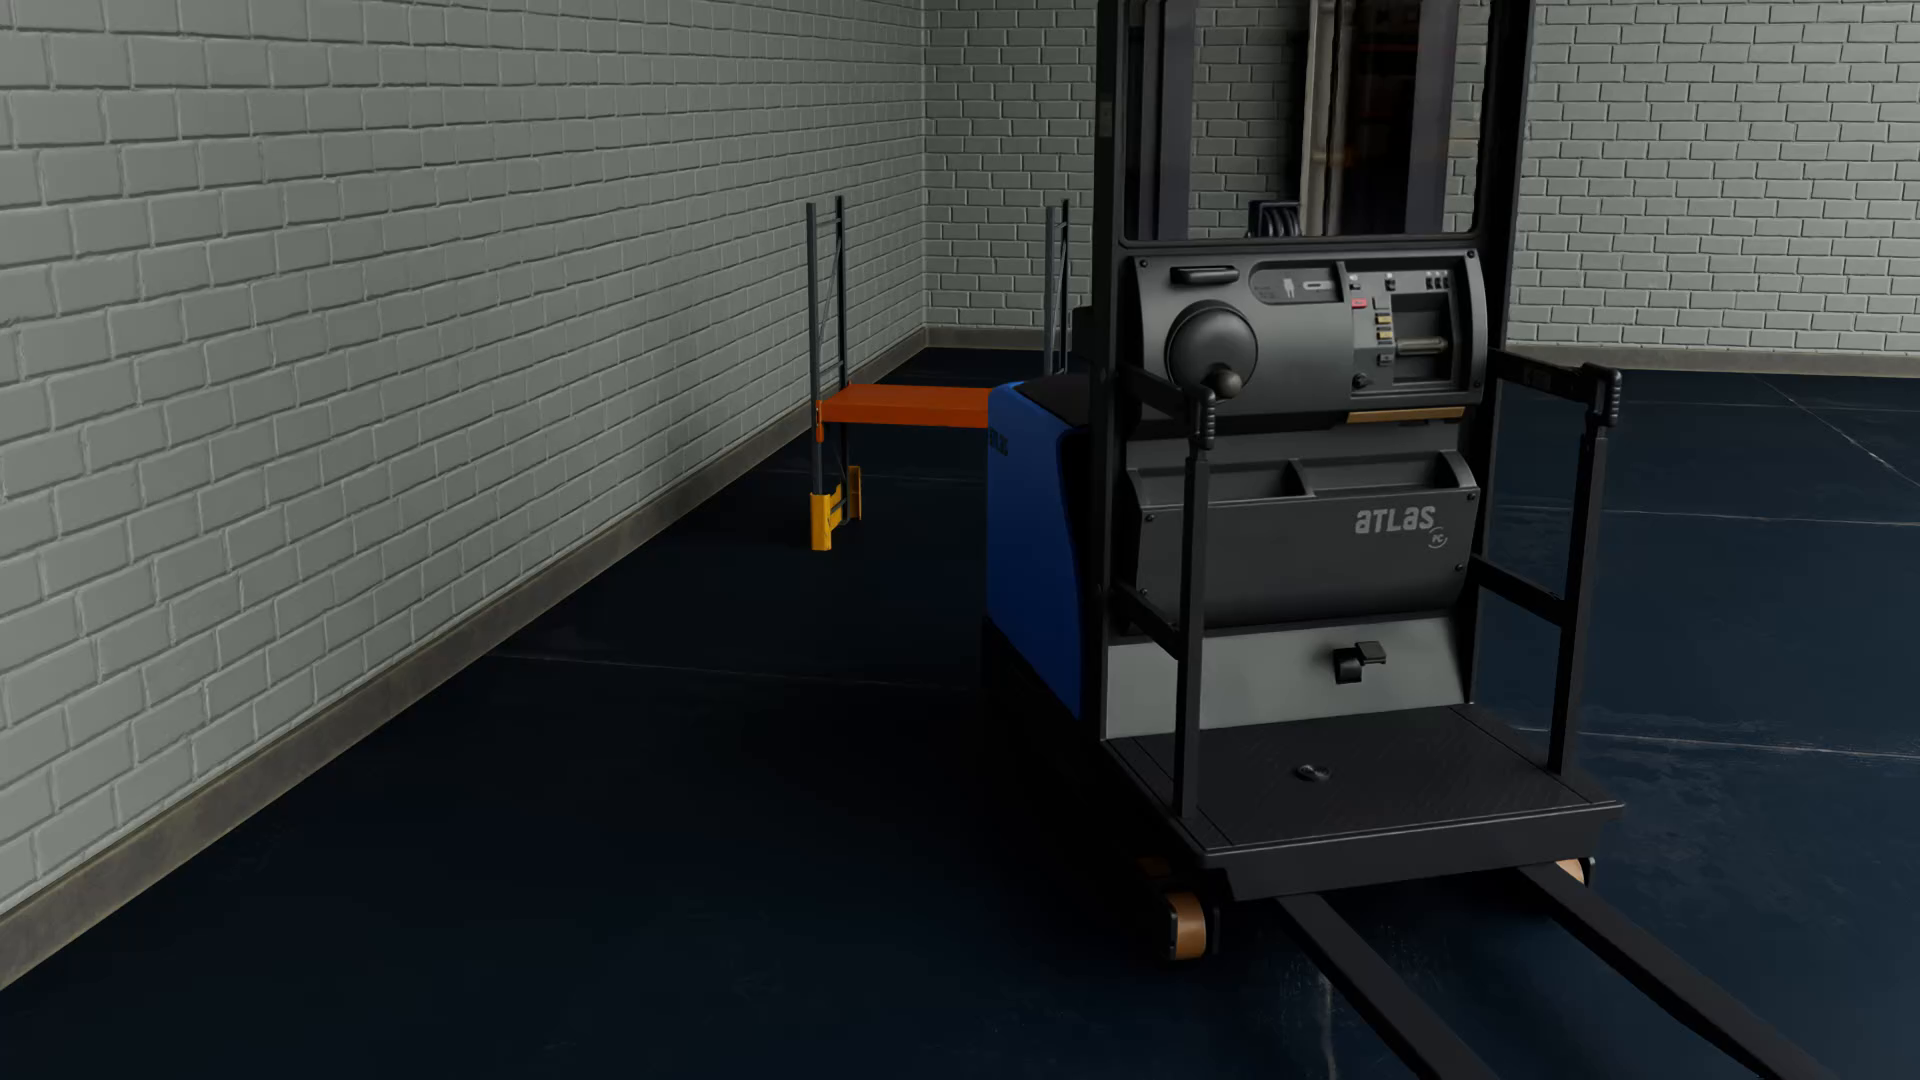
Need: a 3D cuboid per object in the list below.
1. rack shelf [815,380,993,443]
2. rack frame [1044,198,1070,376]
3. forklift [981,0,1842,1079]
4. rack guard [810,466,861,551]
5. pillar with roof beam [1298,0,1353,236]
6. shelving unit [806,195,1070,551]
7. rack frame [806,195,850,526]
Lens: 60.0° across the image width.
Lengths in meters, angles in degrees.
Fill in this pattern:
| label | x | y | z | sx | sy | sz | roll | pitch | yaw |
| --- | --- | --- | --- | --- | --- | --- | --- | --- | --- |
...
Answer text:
| label | x | y | z | sx | sy | sz | roll | pitch | yaw |
| --- | --- | --- | --- | --- | --- | --- | --- | --- | --- |
| rack shelf | -0.084 | -0.554 | 7.356 | 1.000 | 0.185 | 0.538 | 3 | 16 | 11 |
| rack frame | 0.415 | -0.700 | 7.211 | 0.032 | 1.500 | 0.500 | 3 | 16 | 11 |
| forklift | 0.931 | -0.533 | 3.927 | 1.130 | 2.935 | 3.031 | -4 | 16 | -14 |
| rack guard | -0.563 | -0.151 | 7.569 | 0.087 | 0.250 | 0.587 | 3 | 16 | 11 |
| pillar with roof beam | 1.768 | -4.519 | 6.949 | 0.400 | 9.000 | 9.100 | 3 | 16 | 11 |
| shelving unit | -0.075 | -0.727 | 7.306 | 1.083 | 1.500 | 0.587 | 3 | 16 | 11 |
| rack frame | -0.582 | -0.754 | 7.406 | 0.032 | 1.500 | 0.500 | 3 | 16 | 11 |
